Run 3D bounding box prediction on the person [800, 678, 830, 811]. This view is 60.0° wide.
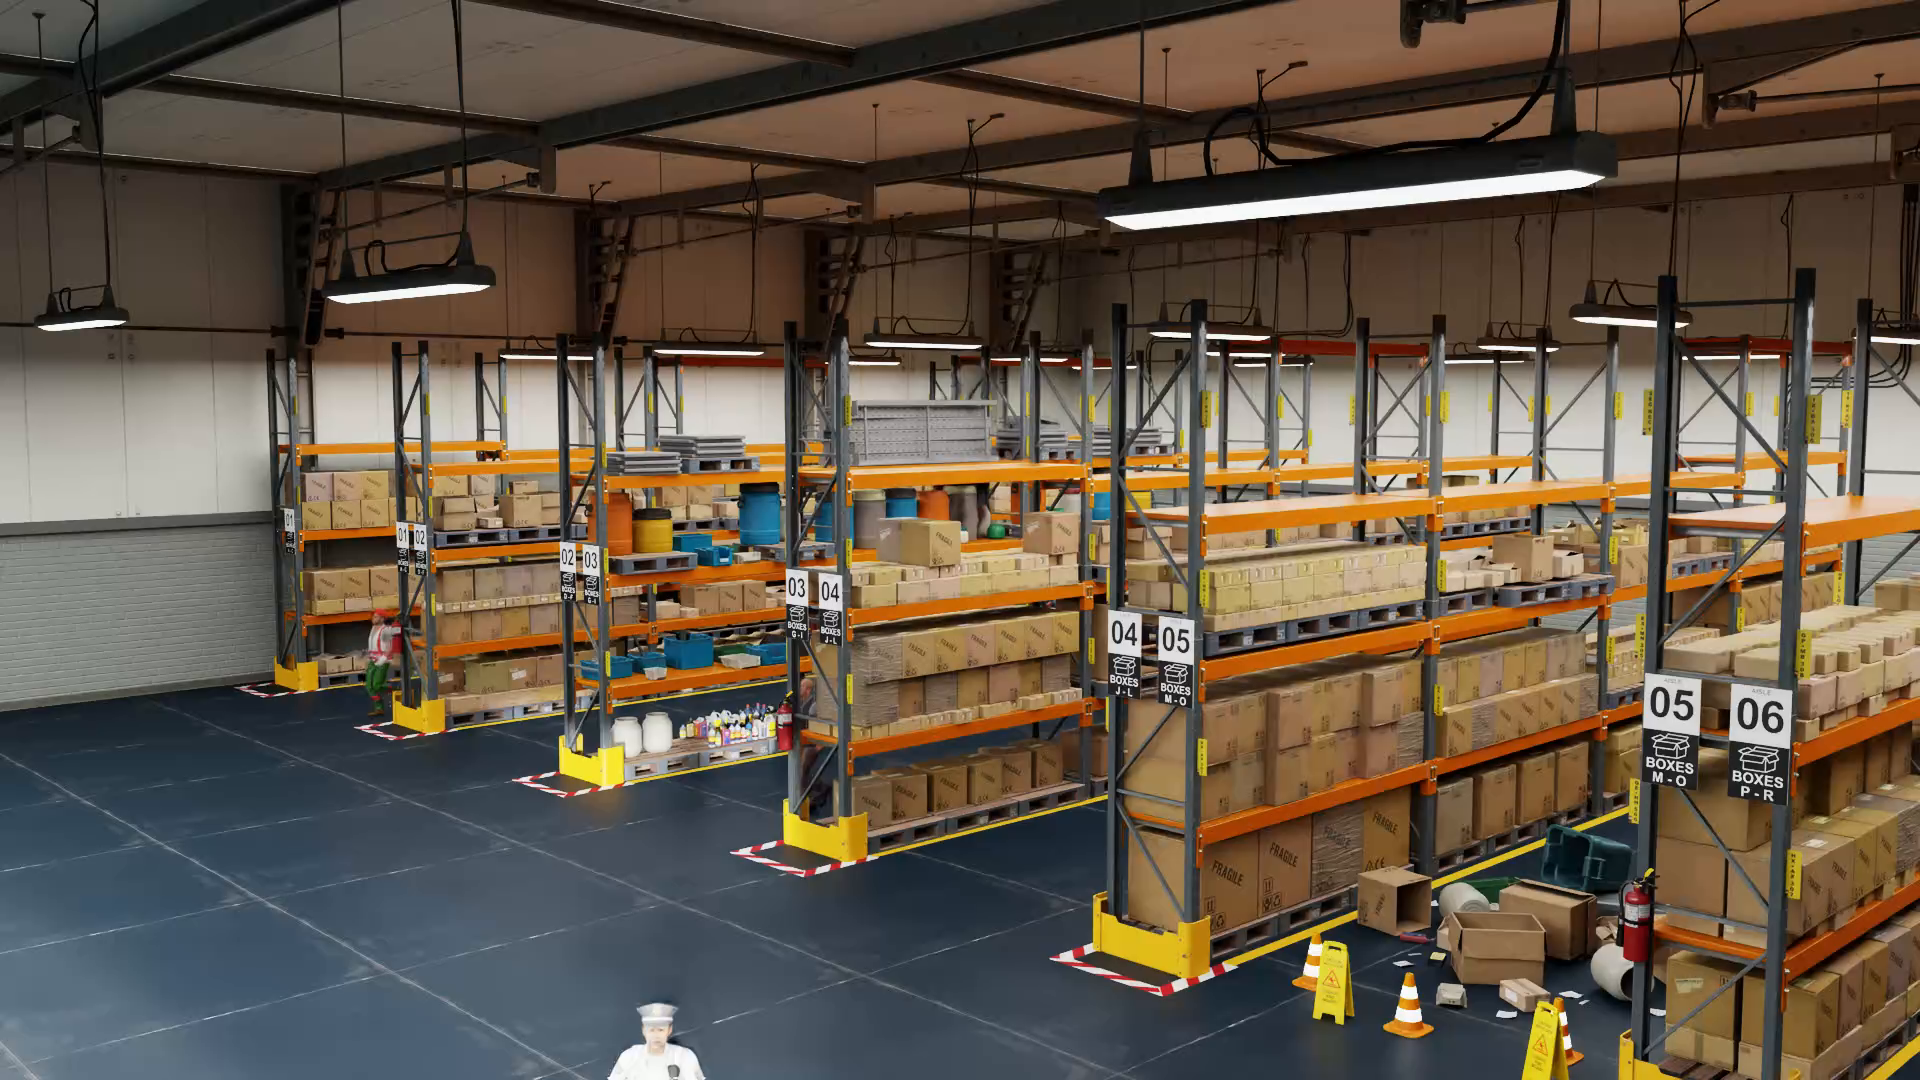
[{"bbox_3d":[-1.912,2.550,20.555,0.689,1.683,0.592,5,7,43],"label":"person"}]

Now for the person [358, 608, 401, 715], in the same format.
[{"bbox_3d":[-9.402,1.969,27.037,0.685,1.735,0.582,4,6,36],"label":"person"}]

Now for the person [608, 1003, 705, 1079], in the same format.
[{"bbox_3d":[-1.766,3.506,9.720,0.618,1.687,0.739,0,5,-5],"label":"person"}]
